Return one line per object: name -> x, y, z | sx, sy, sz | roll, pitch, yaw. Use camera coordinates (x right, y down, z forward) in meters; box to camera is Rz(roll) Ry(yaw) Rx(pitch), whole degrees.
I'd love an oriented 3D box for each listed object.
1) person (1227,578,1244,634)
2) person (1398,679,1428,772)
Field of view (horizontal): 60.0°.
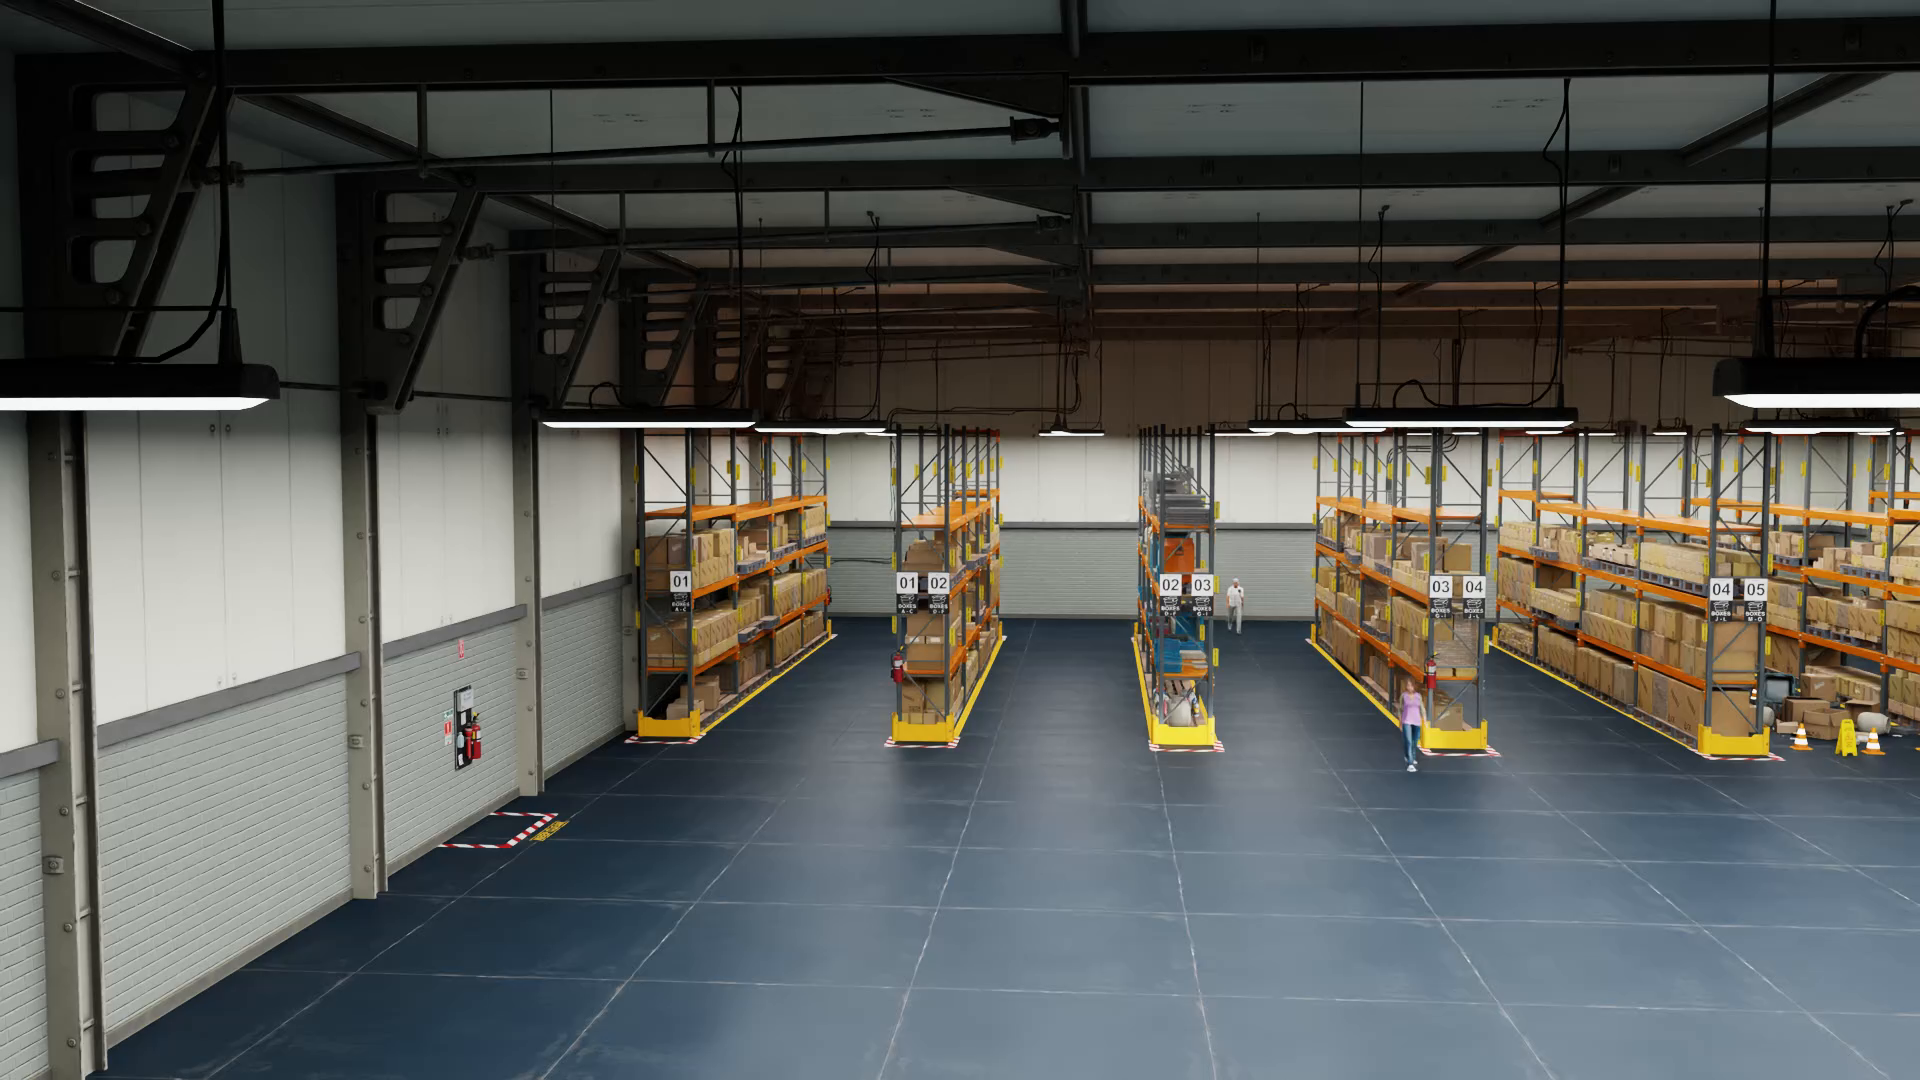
person -> 8.106, 1.922, 48.962 | 0.520, 1.603, 1.037 | 0, 3, 4
person -> 7.818, 3.185, 28.741 | 0.441, 1.534, 0.903 | 0, 3, 2
